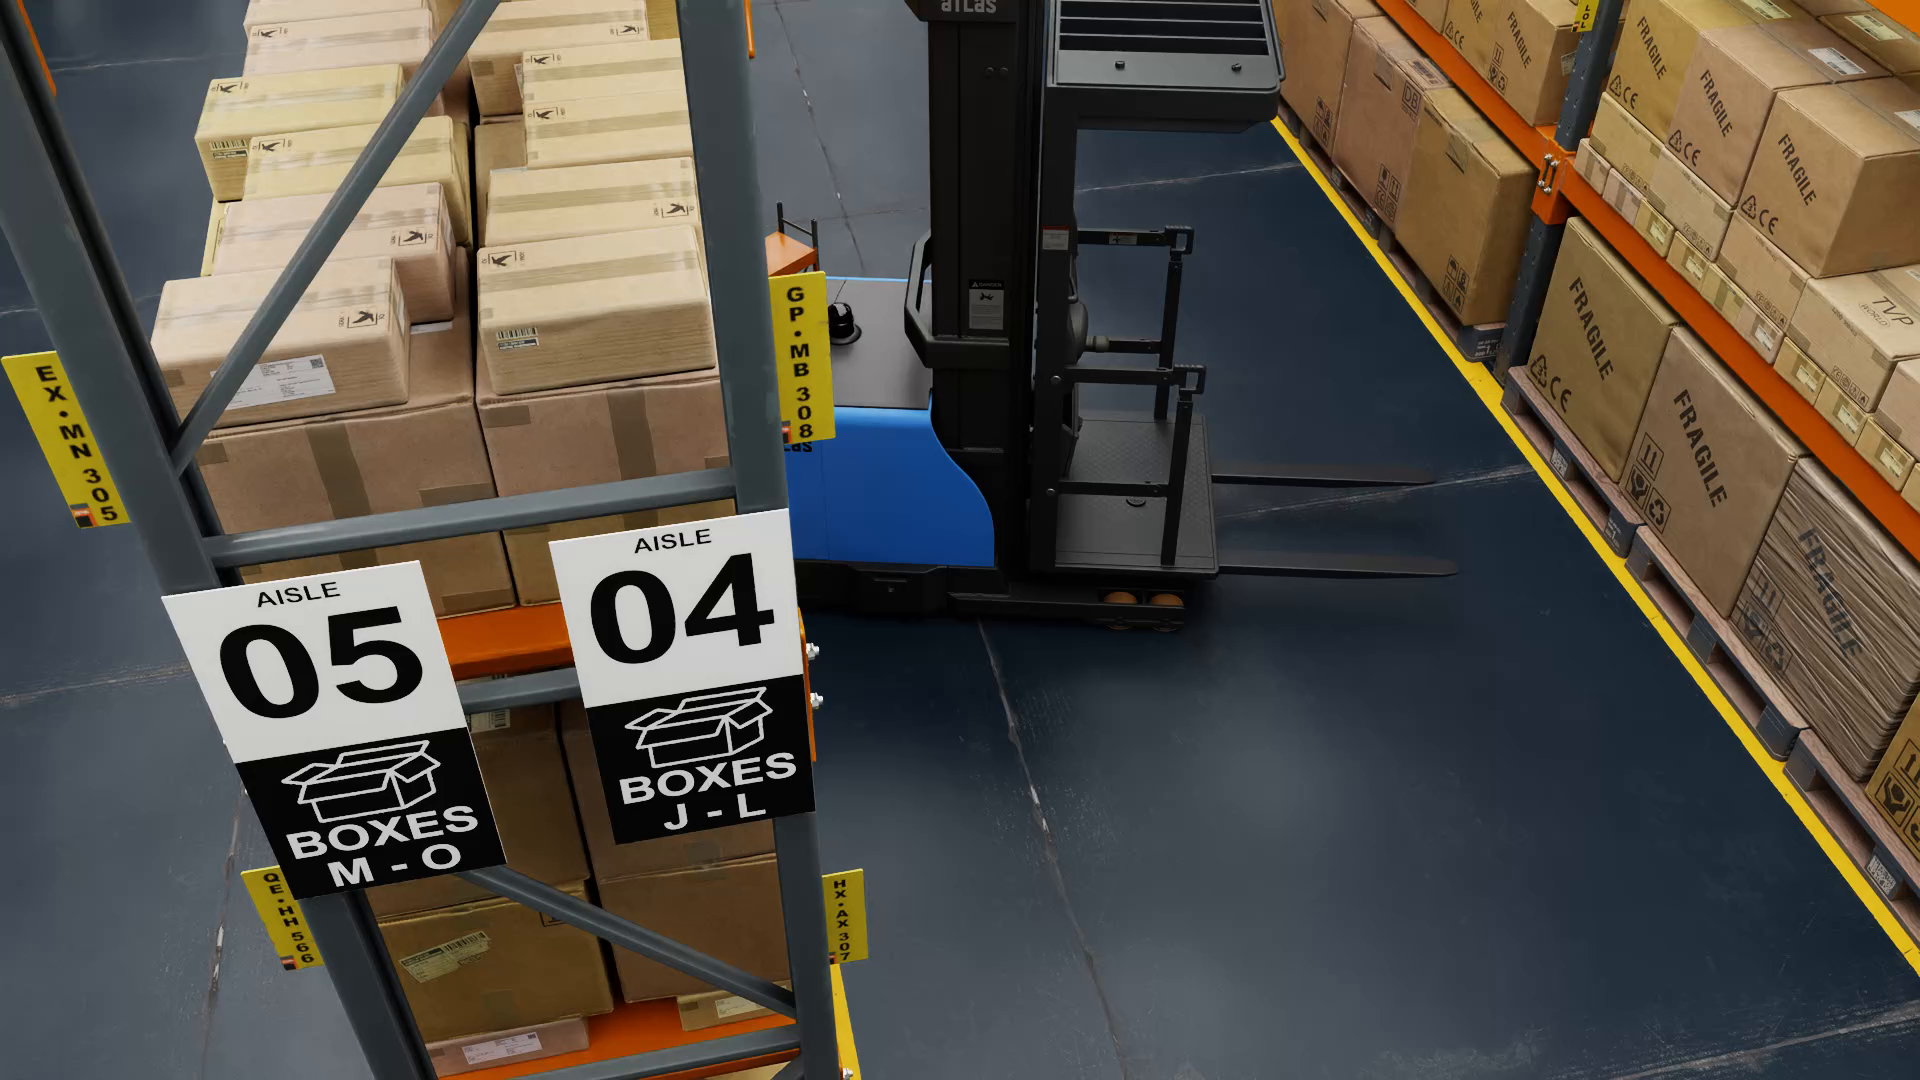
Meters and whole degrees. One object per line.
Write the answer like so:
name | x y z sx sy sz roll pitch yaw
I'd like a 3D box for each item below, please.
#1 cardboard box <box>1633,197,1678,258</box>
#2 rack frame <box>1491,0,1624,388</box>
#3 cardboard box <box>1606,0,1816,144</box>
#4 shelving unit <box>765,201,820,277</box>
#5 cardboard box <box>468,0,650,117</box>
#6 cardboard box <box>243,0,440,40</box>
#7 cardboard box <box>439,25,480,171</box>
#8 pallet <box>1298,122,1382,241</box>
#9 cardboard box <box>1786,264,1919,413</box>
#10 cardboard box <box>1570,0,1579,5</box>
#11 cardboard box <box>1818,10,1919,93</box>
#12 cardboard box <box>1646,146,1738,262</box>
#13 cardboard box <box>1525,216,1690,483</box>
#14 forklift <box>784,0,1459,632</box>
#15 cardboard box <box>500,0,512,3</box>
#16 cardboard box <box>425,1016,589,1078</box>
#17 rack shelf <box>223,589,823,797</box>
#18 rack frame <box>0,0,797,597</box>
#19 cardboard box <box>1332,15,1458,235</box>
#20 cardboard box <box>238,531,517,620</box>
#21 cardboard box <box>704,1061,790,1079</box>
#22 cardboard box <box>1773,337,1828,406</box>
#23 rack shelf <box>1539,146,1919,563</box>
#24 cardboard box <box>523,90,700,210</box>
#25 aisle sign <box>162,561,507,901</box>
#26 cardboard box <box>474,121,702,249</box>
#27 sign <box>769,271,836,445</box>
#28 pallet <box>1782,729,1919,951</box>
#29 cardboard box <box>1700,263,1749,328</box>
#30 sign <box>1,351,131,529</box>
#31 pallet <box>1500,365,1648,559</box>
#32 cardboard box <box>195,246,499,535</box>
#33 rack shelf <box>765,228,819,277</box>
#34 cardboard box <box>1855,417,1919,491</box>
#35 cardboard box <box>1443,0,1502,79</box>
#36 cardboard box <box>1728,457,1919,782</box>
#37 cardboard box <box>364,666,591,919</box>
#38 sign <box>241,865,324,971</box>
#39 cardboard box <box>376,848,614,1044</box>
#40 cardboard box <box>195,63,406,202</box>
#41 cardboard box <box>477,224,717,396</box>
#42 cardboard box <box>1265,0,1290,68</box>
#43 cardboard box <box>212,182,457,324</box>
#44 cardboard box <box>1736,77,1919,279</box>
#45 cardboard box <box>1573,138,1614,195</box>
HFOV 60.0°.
cardboard box | 3.067 -1.325 6.954 0.380 0.149 0.250 -7 42 -8
rack frame | 3.214 -1.999 7.524 1.000 3.000 0.127 -8 42 -9
cardboard box | 3.067 -1.988 6.835 0.500 0.500 0.500 -8 42 -9
shelving unit | -0.888 -0.888 7.628 0.258 1.200 0.503 31 50 30
cardboard box | -0.871 -1.069 3.653 0.380 0.149 0.250 -7 42 -8
cardboard box | -1.392 -1.171 3.768 0.380 0.149 0.250 -7 42 -8
cardboard box | -1.355 -0.940 3.808 0.500 0.250 0.500 -8 42 -9
pallet | 2.707 -2.238 9.894 1.003 0.211 1.213 -8 42 -9
cardboard box | 3.378 -0.733 5.987 0.500 0.250 0.500 -8 42 -9
cardboard box | 3.068 -2.825 7.623 0.797 0.503 0.637 -9 42 -10
cardboard box | 3.678 -1.750 6.567 0.500 0.500 0.500 -8 42 -9
cardboard box | 3.162 -1.389 6.726 0.500 0.250 0.500 -9 42 -9
cardboard box | 3.278 -0.922 7.595 0.875 0.875 0.875 -8 42 -9
forklift | 0.624 -1.071 6.531 3.031 2.935 1.130 2 42 3
cardboard box | -0.942 -1.417 4.045 0.380 0.149 0.250 -7 42 -8
cardboard box | -1.134 1.162 4.152 0.380 0.149 0.250 -8 42 -9
rack shelf | -1.220 -0.910 4.580 1.077 0.370 4.000 -8 42 -9
rack frame | -0.788 -1.005 1.885 1.000 3.000 0.127 -8 42 -9
cardboard box | 2.862 -2.353 9.207 1.225 0.875 0.875 -10 43 -11
cardboard box | -1.144 -0.084 3.220 0.500 0.250 0.500 -9 42 -10
cardboard box | -0.569 1.537 4.924 0.380 0.149 0.250 -10 43 -11
cardboard box | 3.291 -0.656 6.200 0.380 0.149 0.250 -9 42 -11
rack shelf | 3.645 -0.434 6.303 1.077 0.370 4.000 -8 42 -9
cardboard box | -0.660 -0.760 3.305 0.380 0.149 0.250 -8 42 -9
aisle sign | -1.065 0.357 2.912 0.394 0.787 0.004 -8 42 -9
cardboard box | -0.742 -0.674 3.508 0.500 0.250 0.500 -9 42 -10
sign | -0.258 -0.288 2.678 0.100 0.325 0.005 -8 42 -9
pallet | 3.828 1.129 6.100 1.003 0.211 1.213 -8 42 -9
cardboard box | 3.181 -0.989 6.575 0.380 0.149 0.250 -9 42 -10
sign | -1.334 -0.148 2.512 0.100 0.325 0.005 -8 42 -9
pallet | 3.301 -0.452 7.882 1.003 0.211 1.213 -8 42 -9
cardboard box | -1.136 -0.276 3.060 0.500 0.250 0.500 -10 42 -11
rack shelf | -0.888 -1.182 7.367 0.258 0.148 0.480 31 50 30
cardboard box | 3.400 -0.326 5.829 0.380 0.149 0.250 -8 42 -9
cardboard box | 2.746 -2.622 8.151 0.500 0.500 0.500 -7 42 -8
cardboard box | 3.664 0.238 6.288 0.875 0.875 0.875 -8 42 -9
cardboard box | -1.130 0.455 3.707 0.500 0.500 0.500 -9 42 -10
sign | -1.334 0.754 3.312 0.100 0.325 0.005 -8 42 -9
cardboard box | -1.136 0.836 4.031 0.500 0.500 0.500 -8 42 -8
cardboard box | -1.323 -0.832 3.386 0.380 0.149 0.250 -8 42 -9
cardboard box | -0.635 -0.406 2.906 0.380 0.149 0.250 -9 42 -10
cardboard box | 2.479 -3.504 10.504 1.225 0.875 0.875 -10 43 -11
cardboard box | -1.125 -0.507 3.020 0.380 0.149 0.250 -8 42 -9
cardboard box | 3.283 -1.331 6.095 0.500 0.500 0.500 -10 42 -11
cardboard box | 2.953 -1.666 7.338 0.380 0.149 0.250 -8 42 -9
